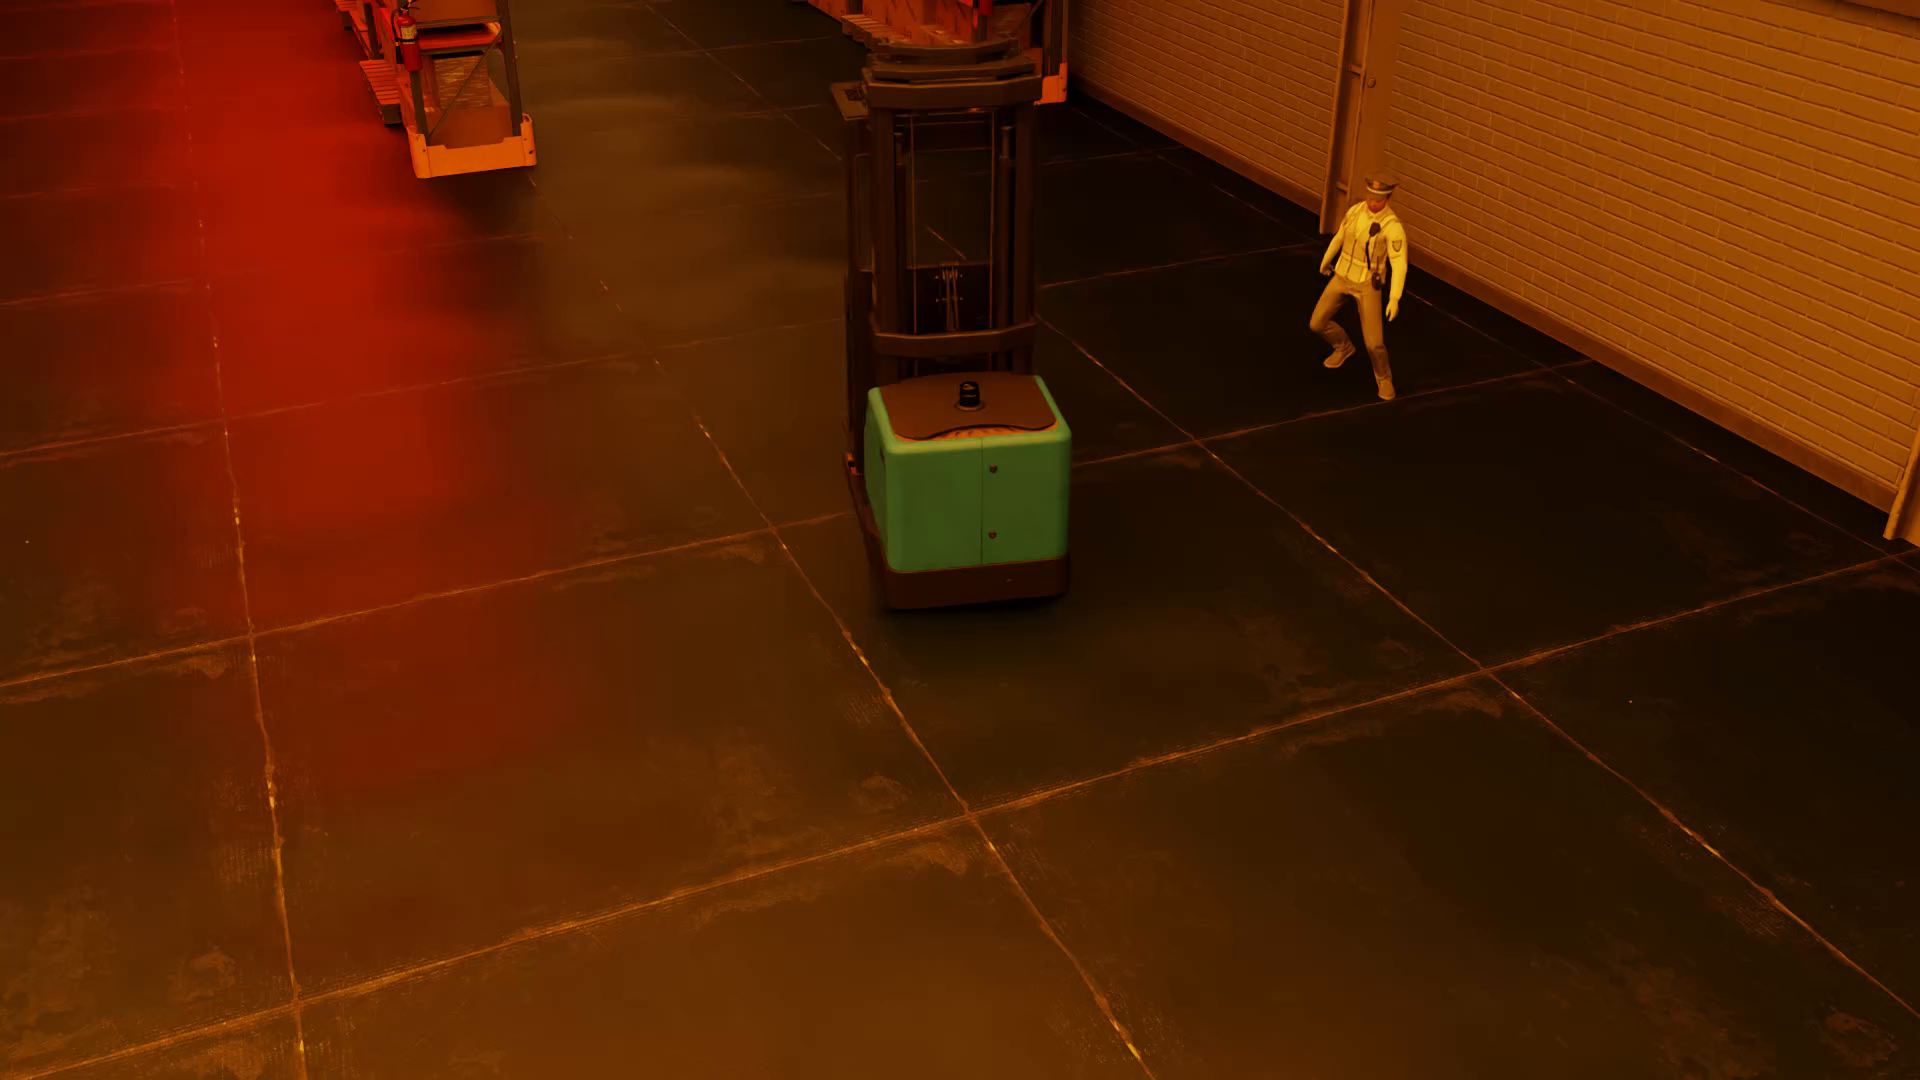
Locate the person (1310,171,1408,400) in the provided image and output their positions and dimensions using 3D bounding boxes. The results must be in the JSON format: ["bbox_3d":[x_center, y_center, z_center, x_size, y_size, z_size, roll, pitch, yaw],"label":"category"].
[{"bbox_3d":[2.813,-1.830,11.699,0.460,1.583,0.820,-19,35,-29],"label":"person"}]

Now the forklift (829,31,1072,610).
[{"bbox_3d":[-0.152,-1.599,9.916,1.130,2.935,3.031,-5,30,-9],"label":"forklift"}]
